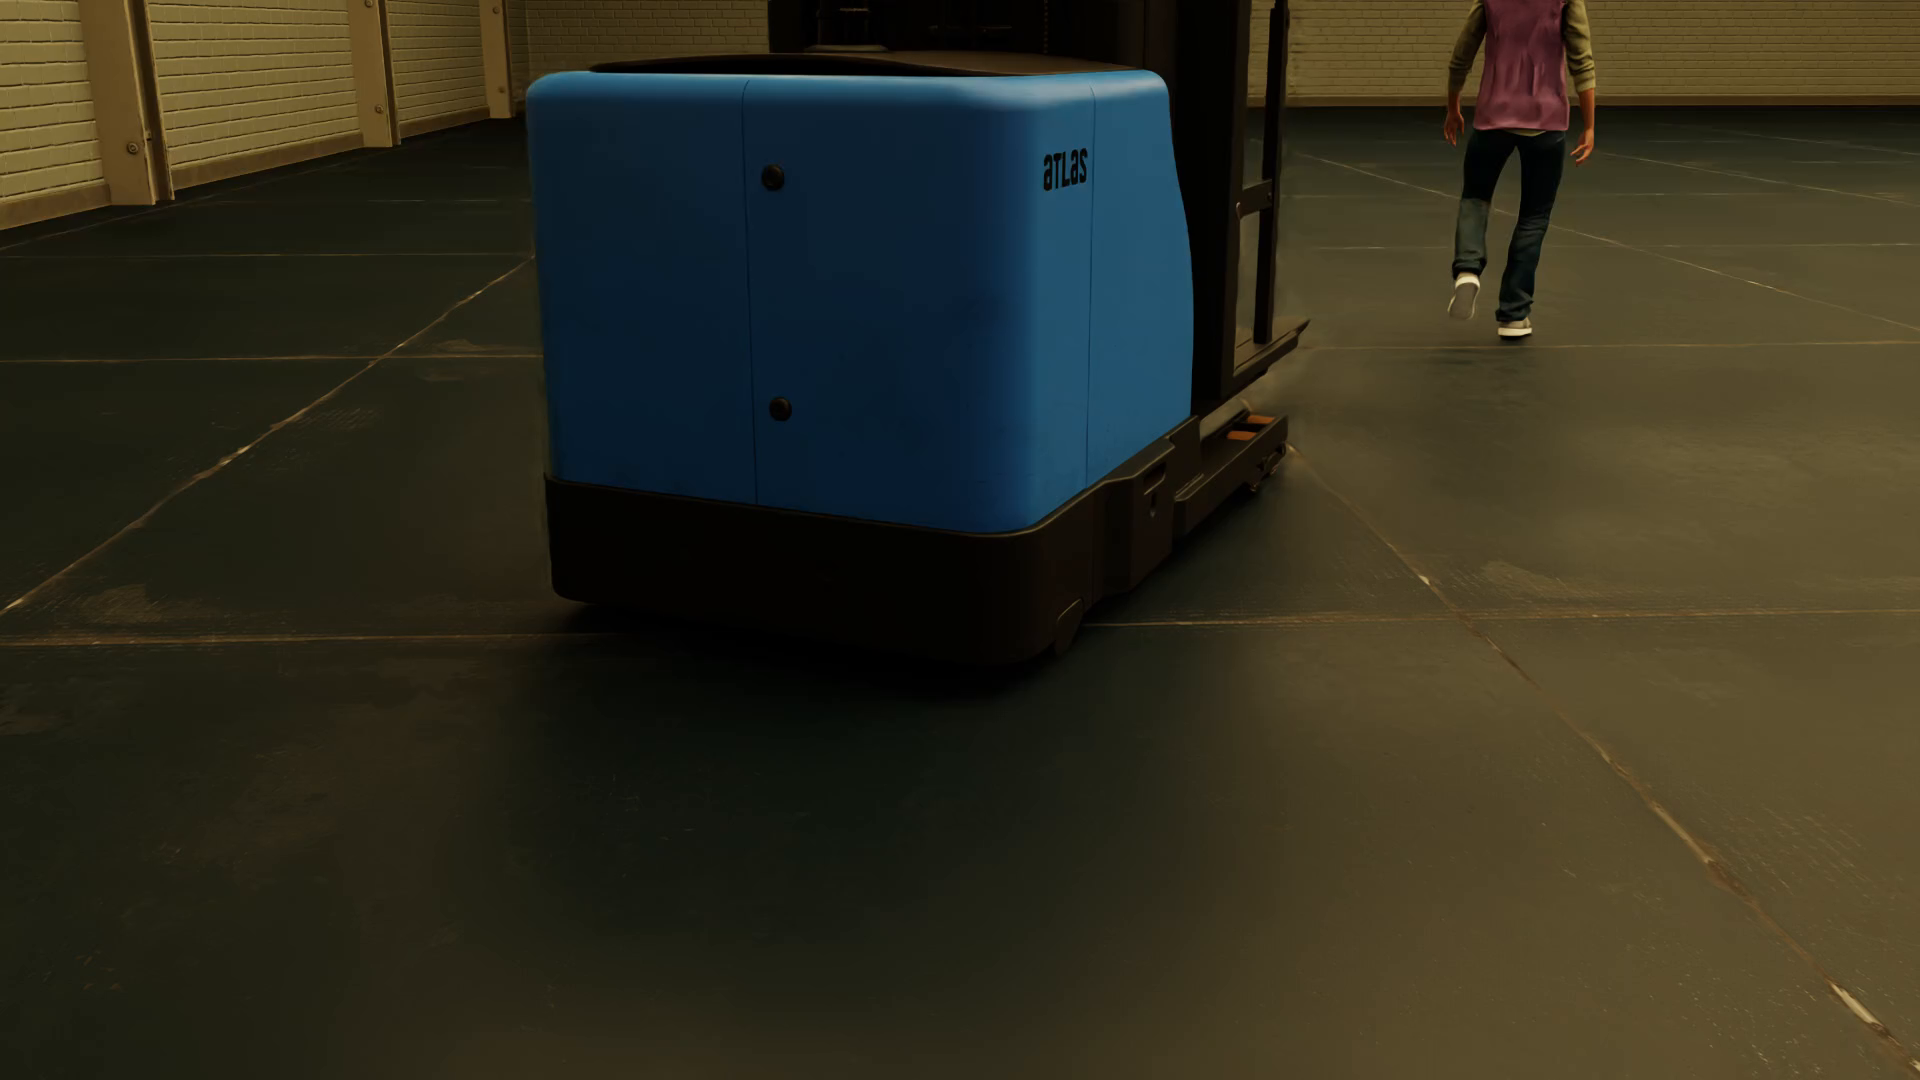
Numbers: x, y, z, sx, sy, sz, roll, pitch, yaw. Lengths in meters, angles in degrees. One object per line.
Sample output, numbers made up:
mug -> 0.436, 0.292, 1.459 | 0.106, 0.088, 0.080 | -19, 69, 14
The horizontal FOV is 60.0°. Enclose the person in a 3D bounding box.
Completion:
person -> 2.115, -1.553, 6.325 | 0.582, 1.566, 0.433 | 8, 19, 25

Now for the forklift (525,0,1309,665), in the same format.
forklift -> 0.240, -1.567, 4.030 | 1.130, 2.935, 3.031 | 7, 19, 23
